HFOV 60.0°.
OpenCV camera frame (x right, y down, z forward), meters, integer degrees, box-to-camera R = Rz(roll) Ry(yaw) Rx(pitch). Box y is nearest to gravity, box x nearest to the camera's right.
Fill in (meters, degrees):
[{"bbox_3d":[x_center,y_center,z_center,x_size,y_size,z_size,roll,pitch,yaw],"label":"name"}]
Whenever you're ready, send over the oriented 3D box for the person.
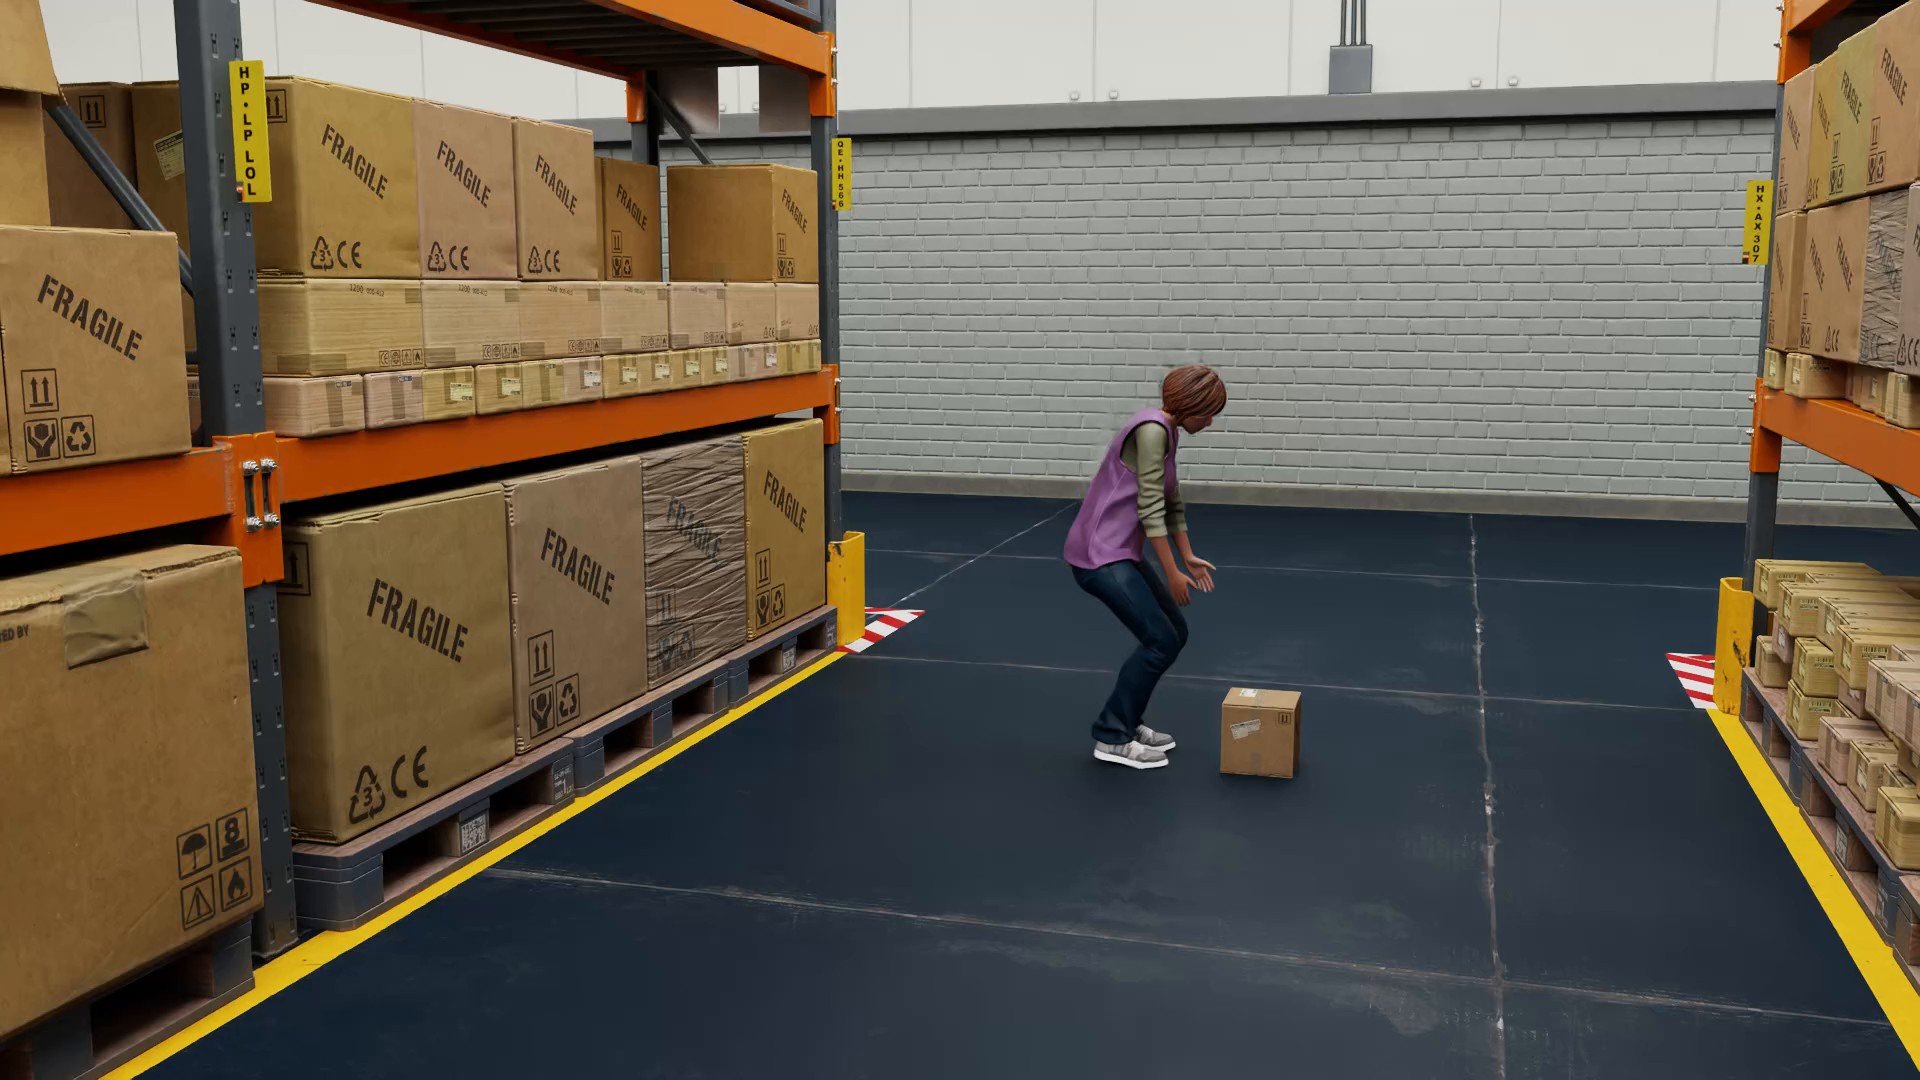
[{"bbox_3d":[0.657,0.083,5.951,0.560,1.423,0.456,3,9,17],"label":"person"}]
